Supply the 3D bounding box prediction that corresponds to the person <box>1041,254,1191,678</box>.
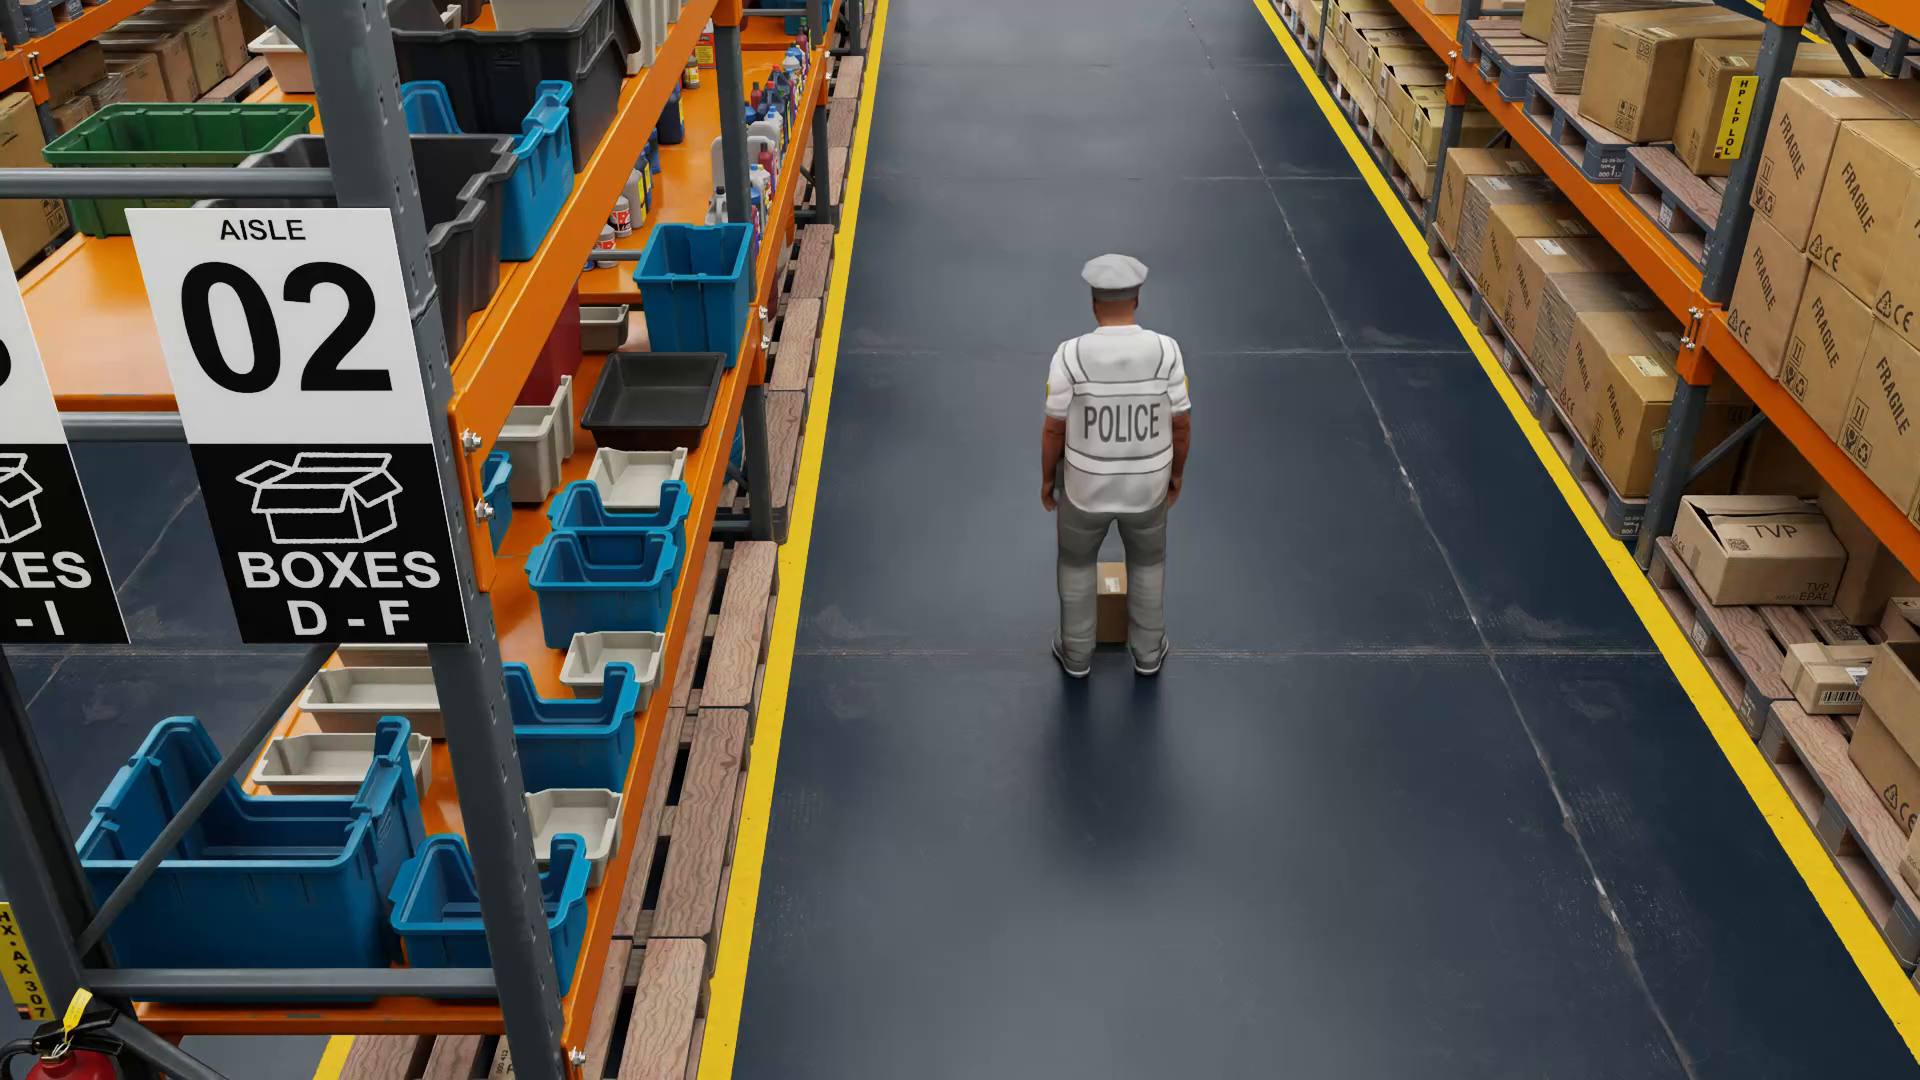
[{"bbox_3d":[0.600,-0.227,6.500,0.581,1.747,0.435,-1,31,-2],"label":"person"}]
